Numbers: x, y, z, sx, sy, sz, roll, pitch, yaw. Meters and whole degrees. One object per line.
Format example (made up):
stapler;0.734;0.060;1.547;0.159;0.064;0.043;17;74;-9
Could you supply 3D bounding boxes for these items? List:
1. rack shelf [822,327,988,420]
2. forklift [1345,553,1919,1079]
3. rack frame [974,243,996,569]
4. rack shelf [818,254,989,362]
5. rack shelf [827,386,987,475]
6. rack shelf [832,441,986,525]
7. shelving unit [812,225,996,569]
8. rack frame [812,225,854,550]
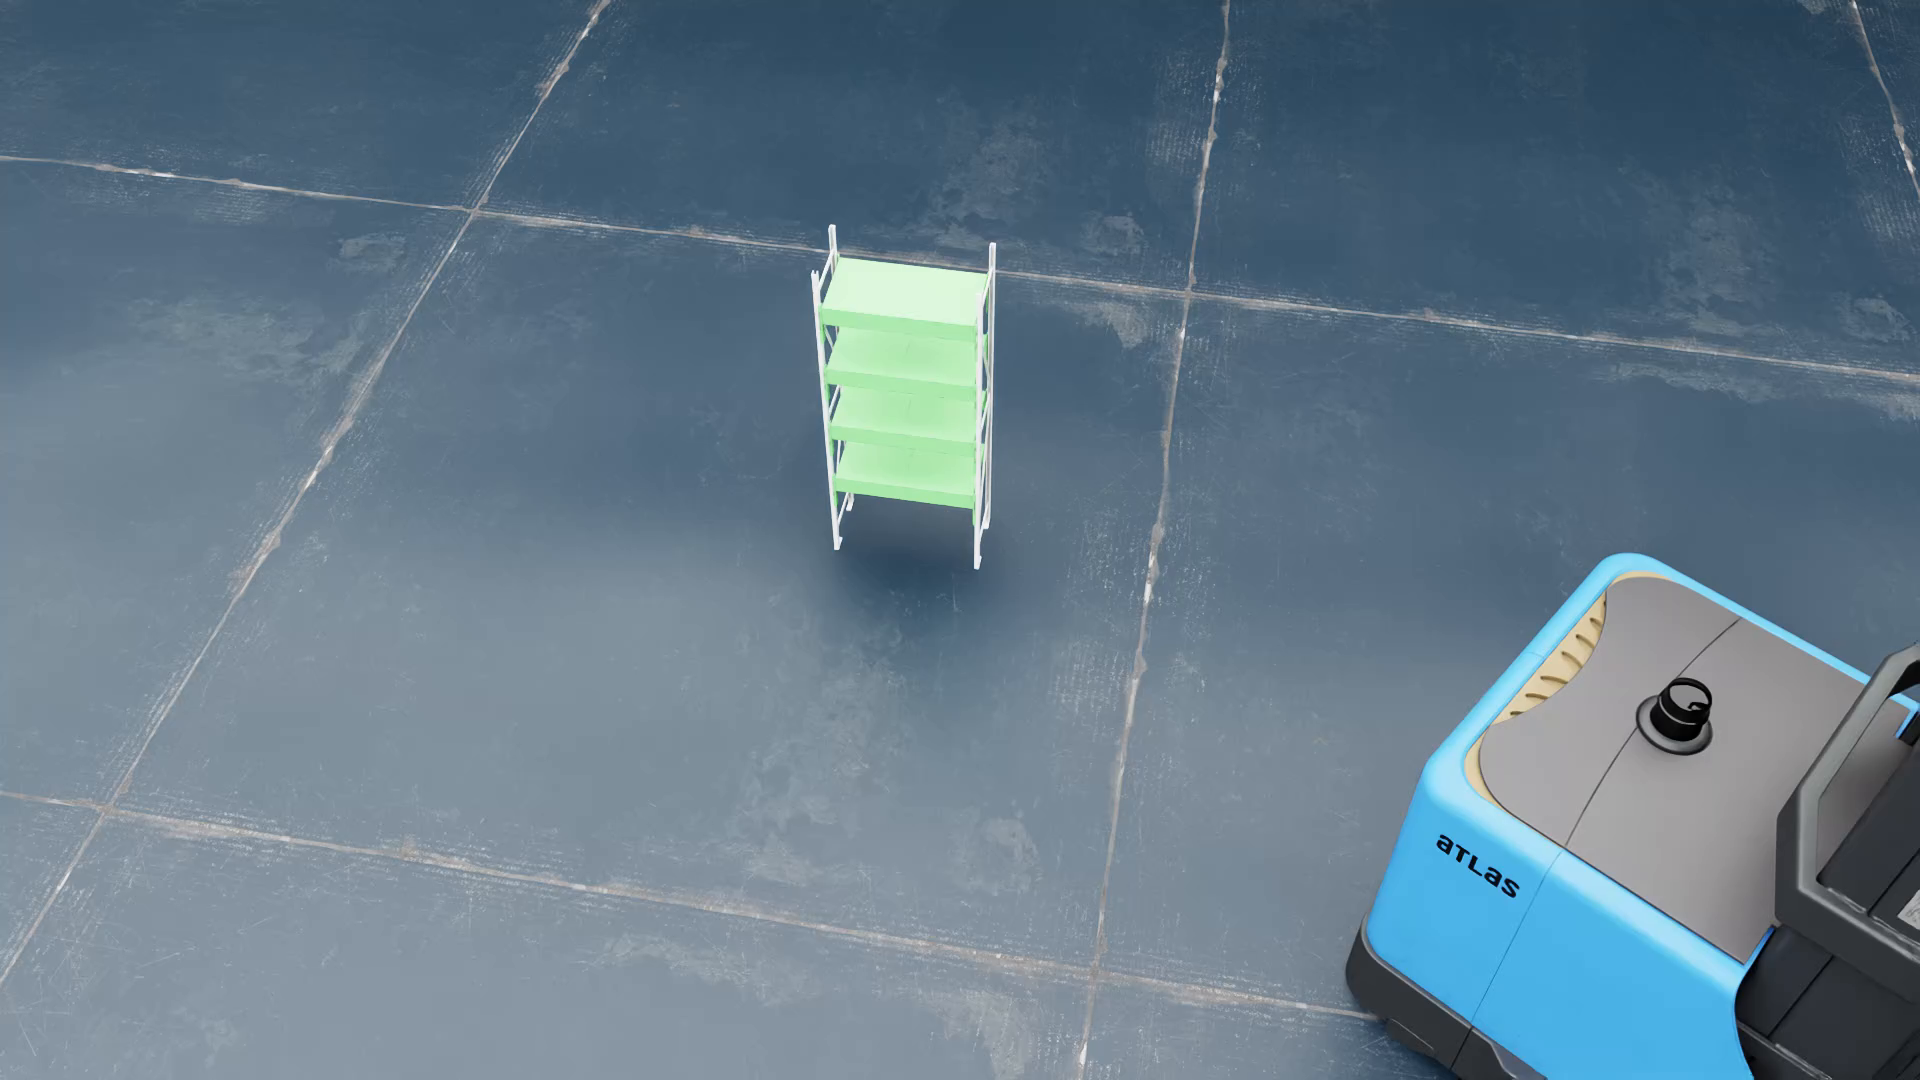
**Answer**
rack shelf;-0.163;-0.541;5.192;0.480;0.148;0.258;8;49;7
forklift;2.488;0.750;3.106;3.031;2.935;1.130;34;56;27
rack frame;0.077;-0.391;5.294;0.015;1.200;0.240;8;49;7
rack shelf;-0.163;-0.701;5.014;0.480;0.148;0.258;8;49;7
rack shelf;-0.163;-0.380;5.371;0.480;0.148;0.258;8;49;7
rack shelf;-0.163;-0.220;5.549;0.480;0.148;0.258;8;49;7
shelving unit;-0.163;-0.423;5.323;0.503;1.200;0.258;8;49;7
rack frame;-0.403;-0.455;5.352;0.015;1.200;0.240;8;49;7
